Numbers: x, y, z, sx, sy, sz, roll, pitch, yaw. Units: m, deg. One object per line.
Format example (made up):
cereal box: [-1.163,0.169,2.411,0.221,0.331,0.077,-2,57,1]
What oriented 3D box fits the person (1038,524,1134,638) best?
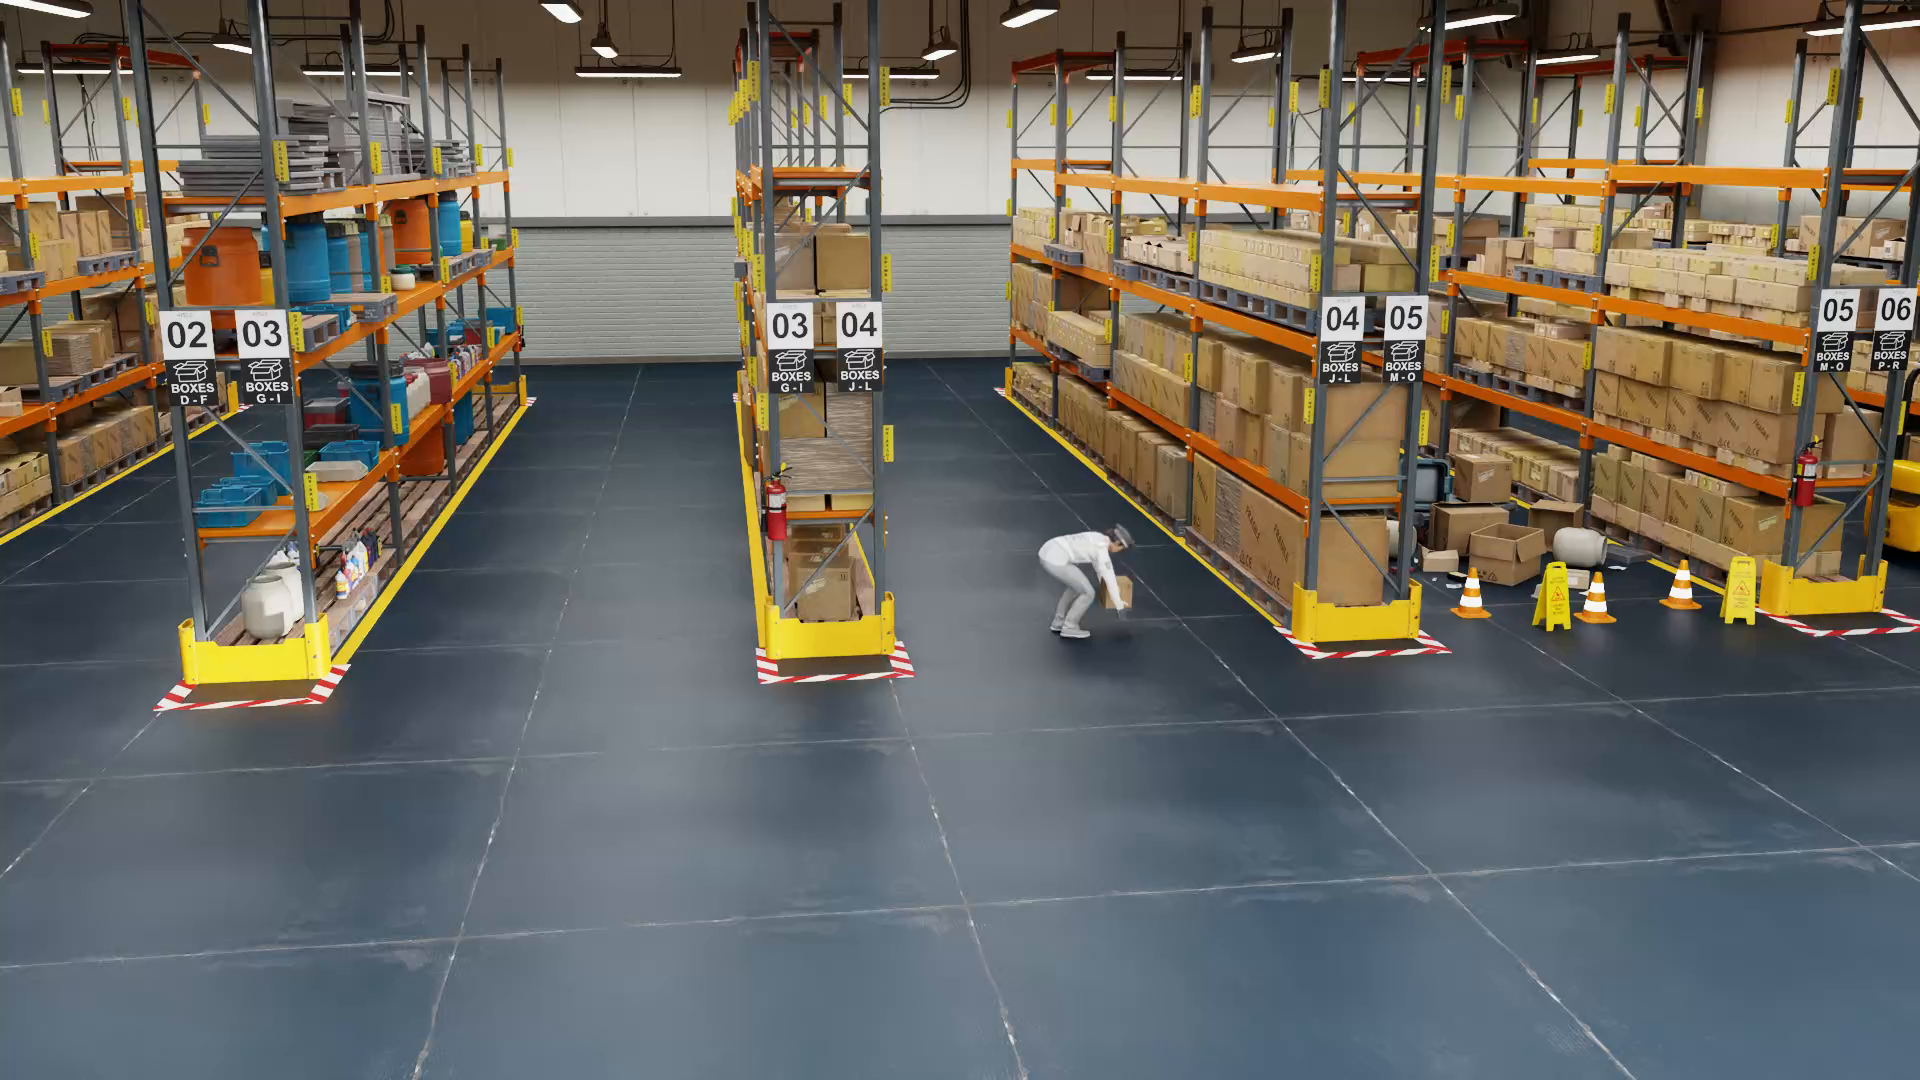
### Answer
person: [1.200,0.377,15.737,0.921,1.048,0.451,-3,14,-11]
